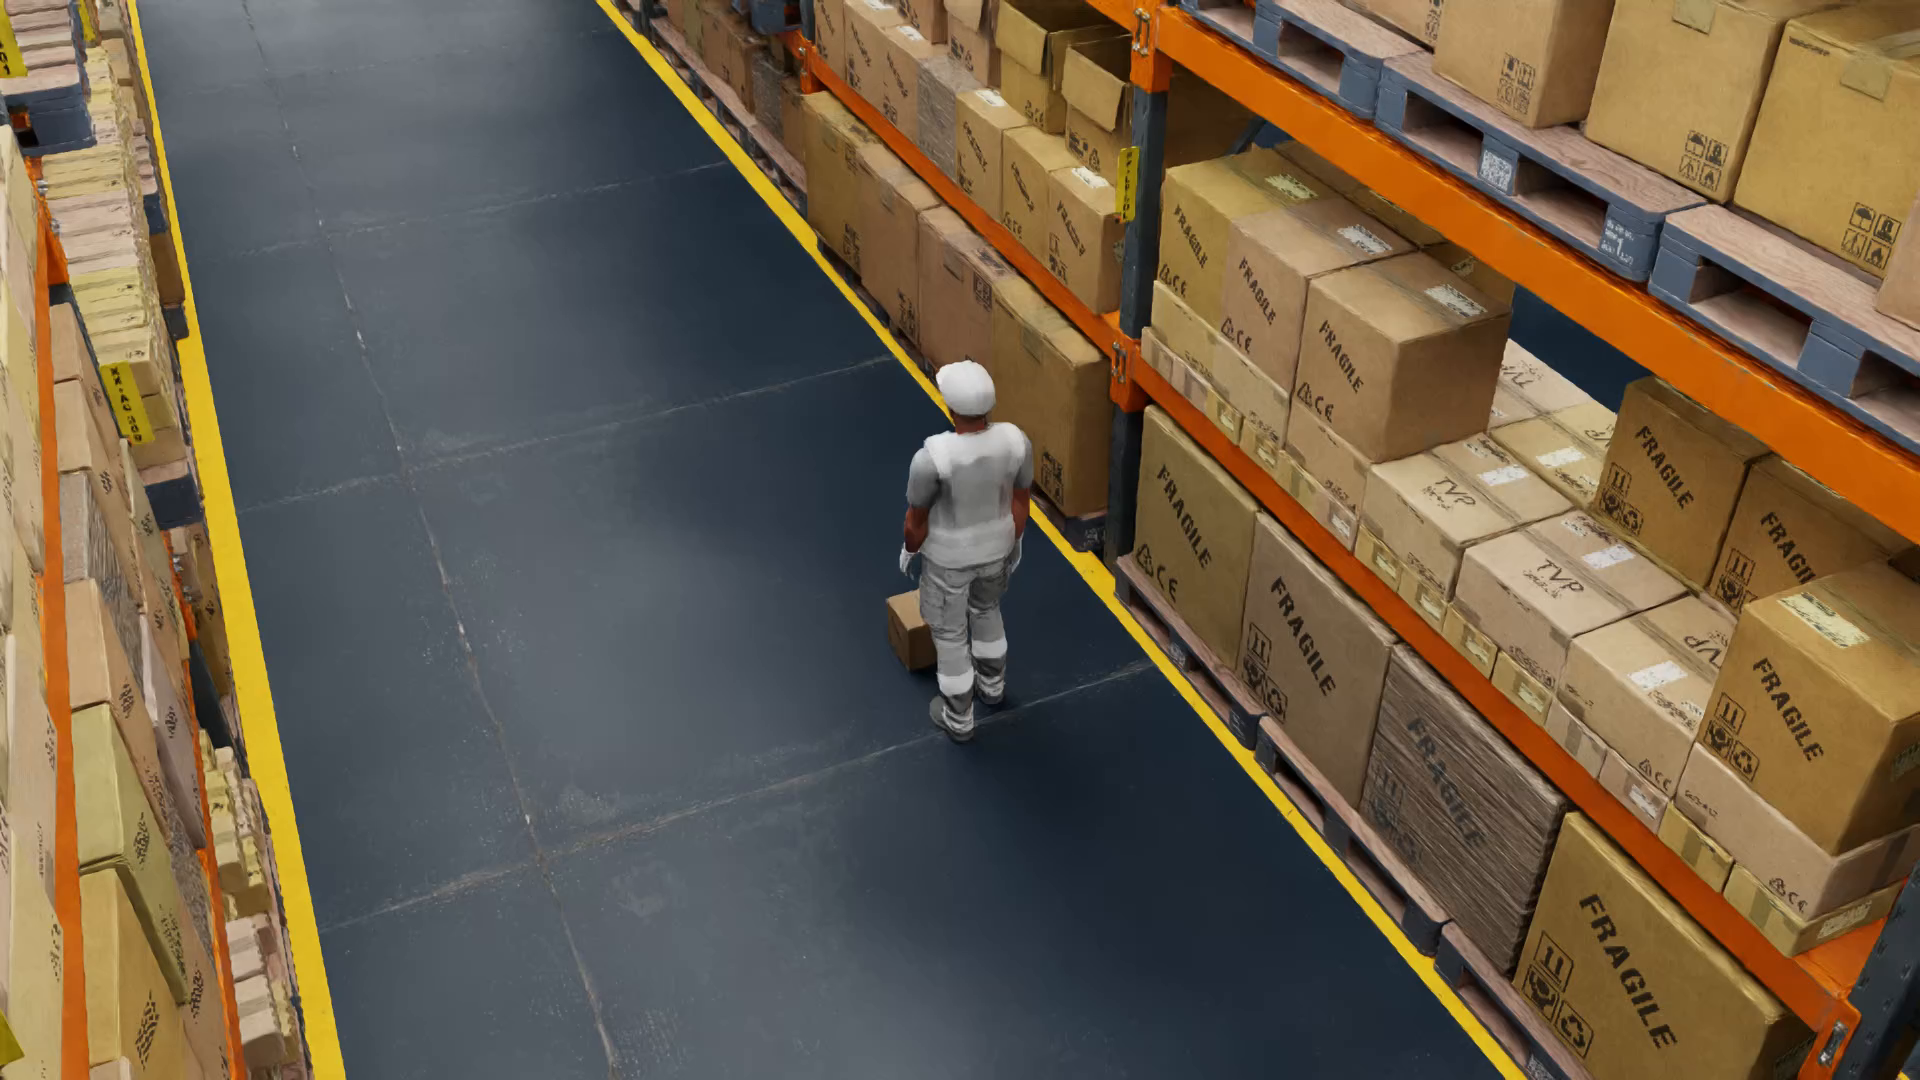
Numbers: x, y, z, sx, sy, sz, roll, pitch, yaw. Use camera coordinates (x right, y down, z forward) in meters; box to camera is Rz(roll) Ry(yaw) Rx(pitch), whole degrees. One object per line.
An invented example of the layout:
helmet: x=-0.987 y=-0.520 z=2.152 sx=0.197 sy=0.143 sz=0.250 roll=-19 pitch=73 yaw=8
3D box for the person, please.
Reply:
person: x=0.009 y=0.019 z=6.823 sx=0.528 sy=1.788 sz=0.467 roll=-15 pitch=39 yaw=-19
